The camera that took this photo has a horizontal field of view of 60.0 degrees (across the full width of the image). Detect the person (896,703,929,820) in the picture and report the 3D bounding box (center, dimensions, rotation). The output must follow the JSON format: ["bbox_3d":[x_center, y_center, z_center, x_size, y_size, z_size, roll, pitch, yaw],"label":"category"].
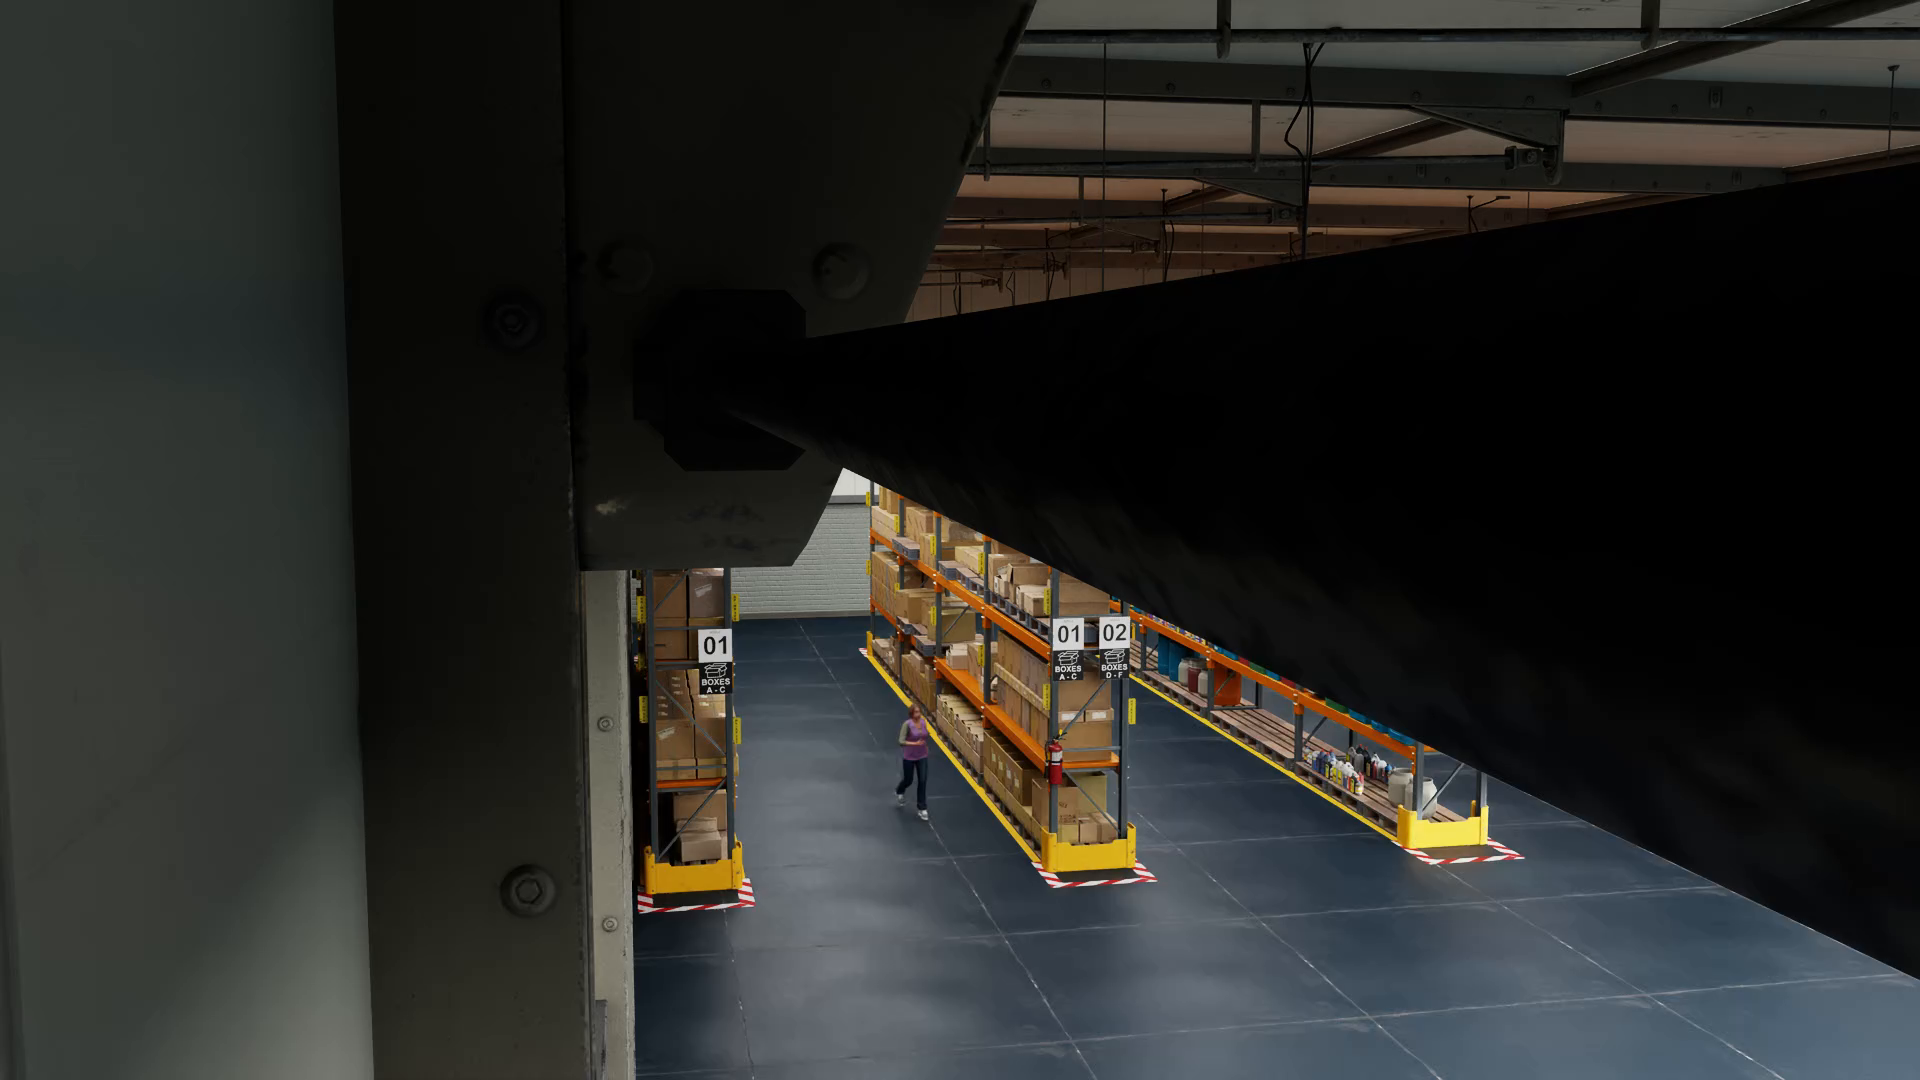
[{"bbox_3d":[-0.652,3.073,23.416,0.537,1.586,0.874,-3,7,-28],"label":"person"}]
